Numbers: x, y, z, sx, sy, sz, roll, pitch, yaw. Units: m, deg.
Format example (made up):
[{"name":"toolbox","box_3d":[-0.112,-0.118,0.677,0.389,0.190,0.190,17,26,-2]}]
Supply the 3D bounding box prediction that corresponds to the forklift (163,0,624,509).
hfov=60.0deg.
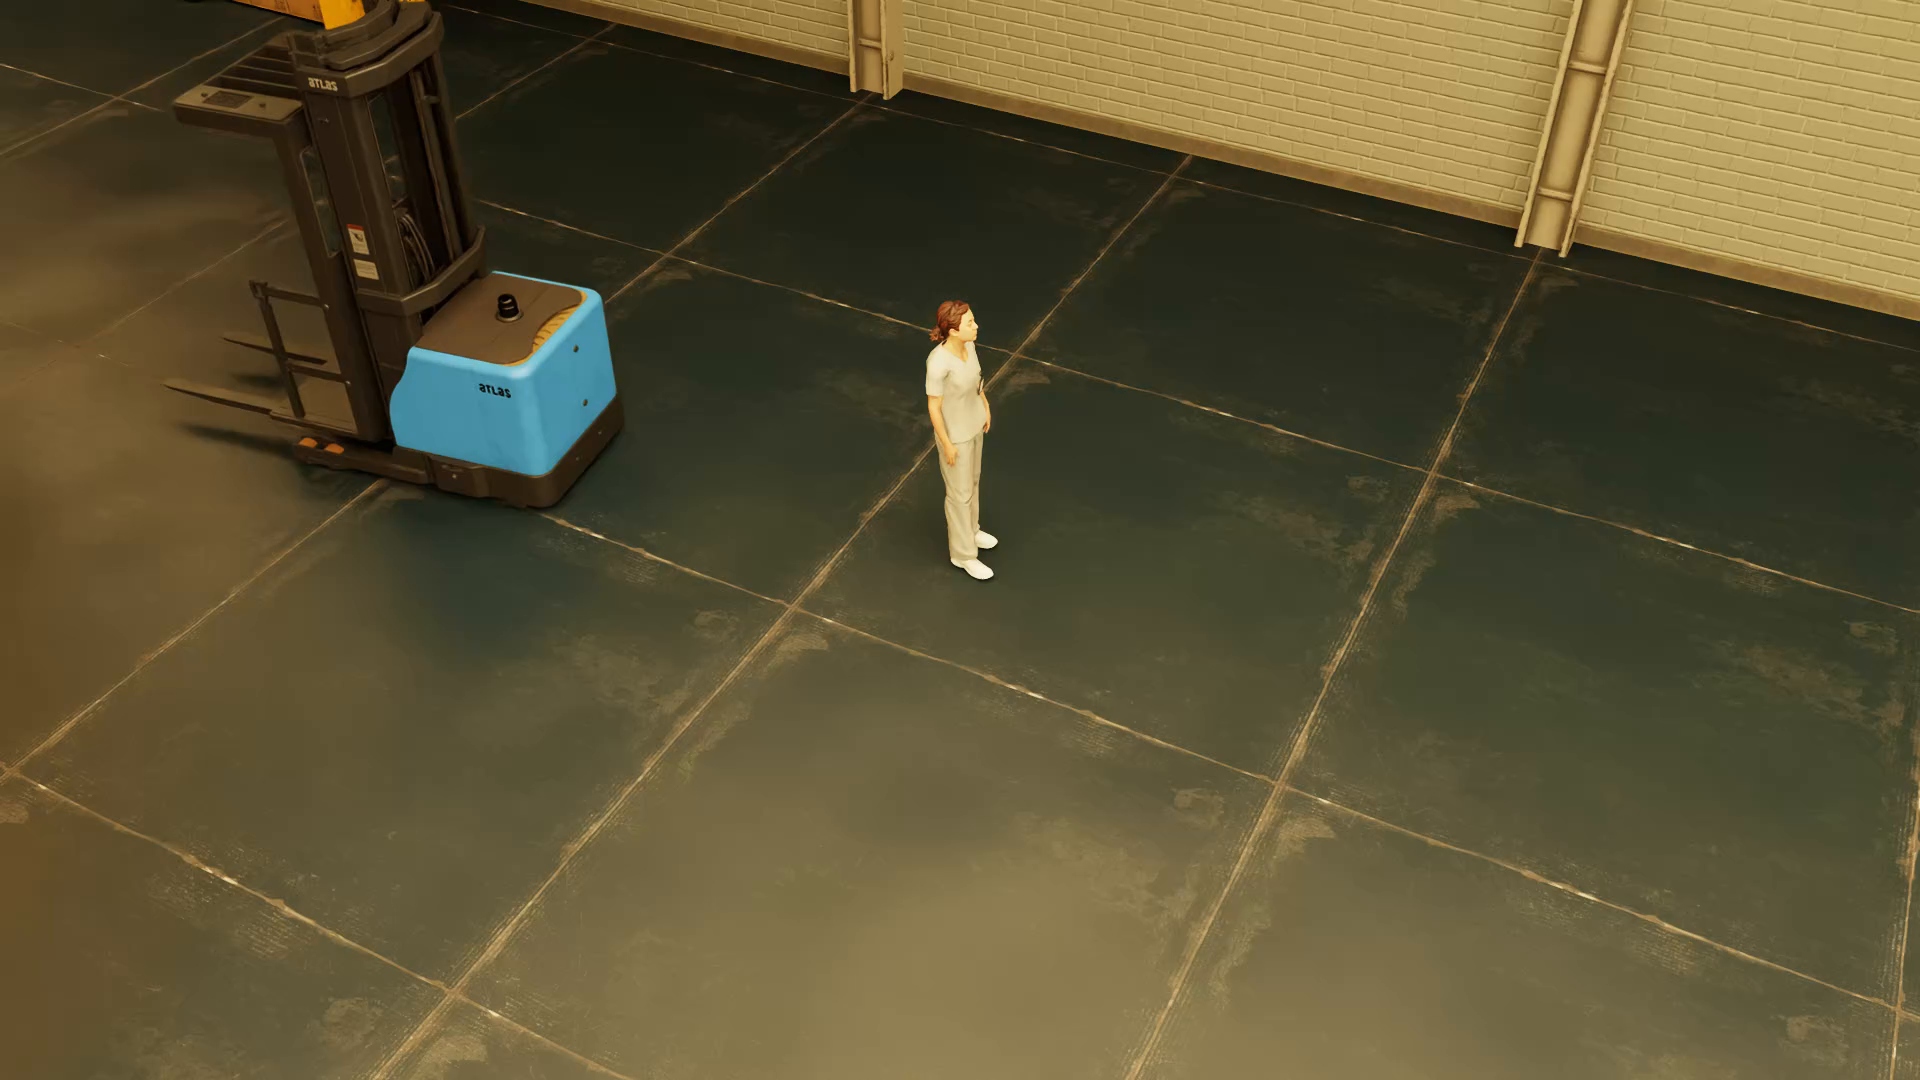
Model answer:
[{"name":"forklift","box_3d":[-3.814,-1.887,10.227,3.031,2.935,1.130,12,42,14]}]

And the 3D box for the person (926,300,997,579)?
[{"name":"person","box_3d":[0.060,-0.617,9.682,0.548,1.673,0.549,18,43,21]}]
